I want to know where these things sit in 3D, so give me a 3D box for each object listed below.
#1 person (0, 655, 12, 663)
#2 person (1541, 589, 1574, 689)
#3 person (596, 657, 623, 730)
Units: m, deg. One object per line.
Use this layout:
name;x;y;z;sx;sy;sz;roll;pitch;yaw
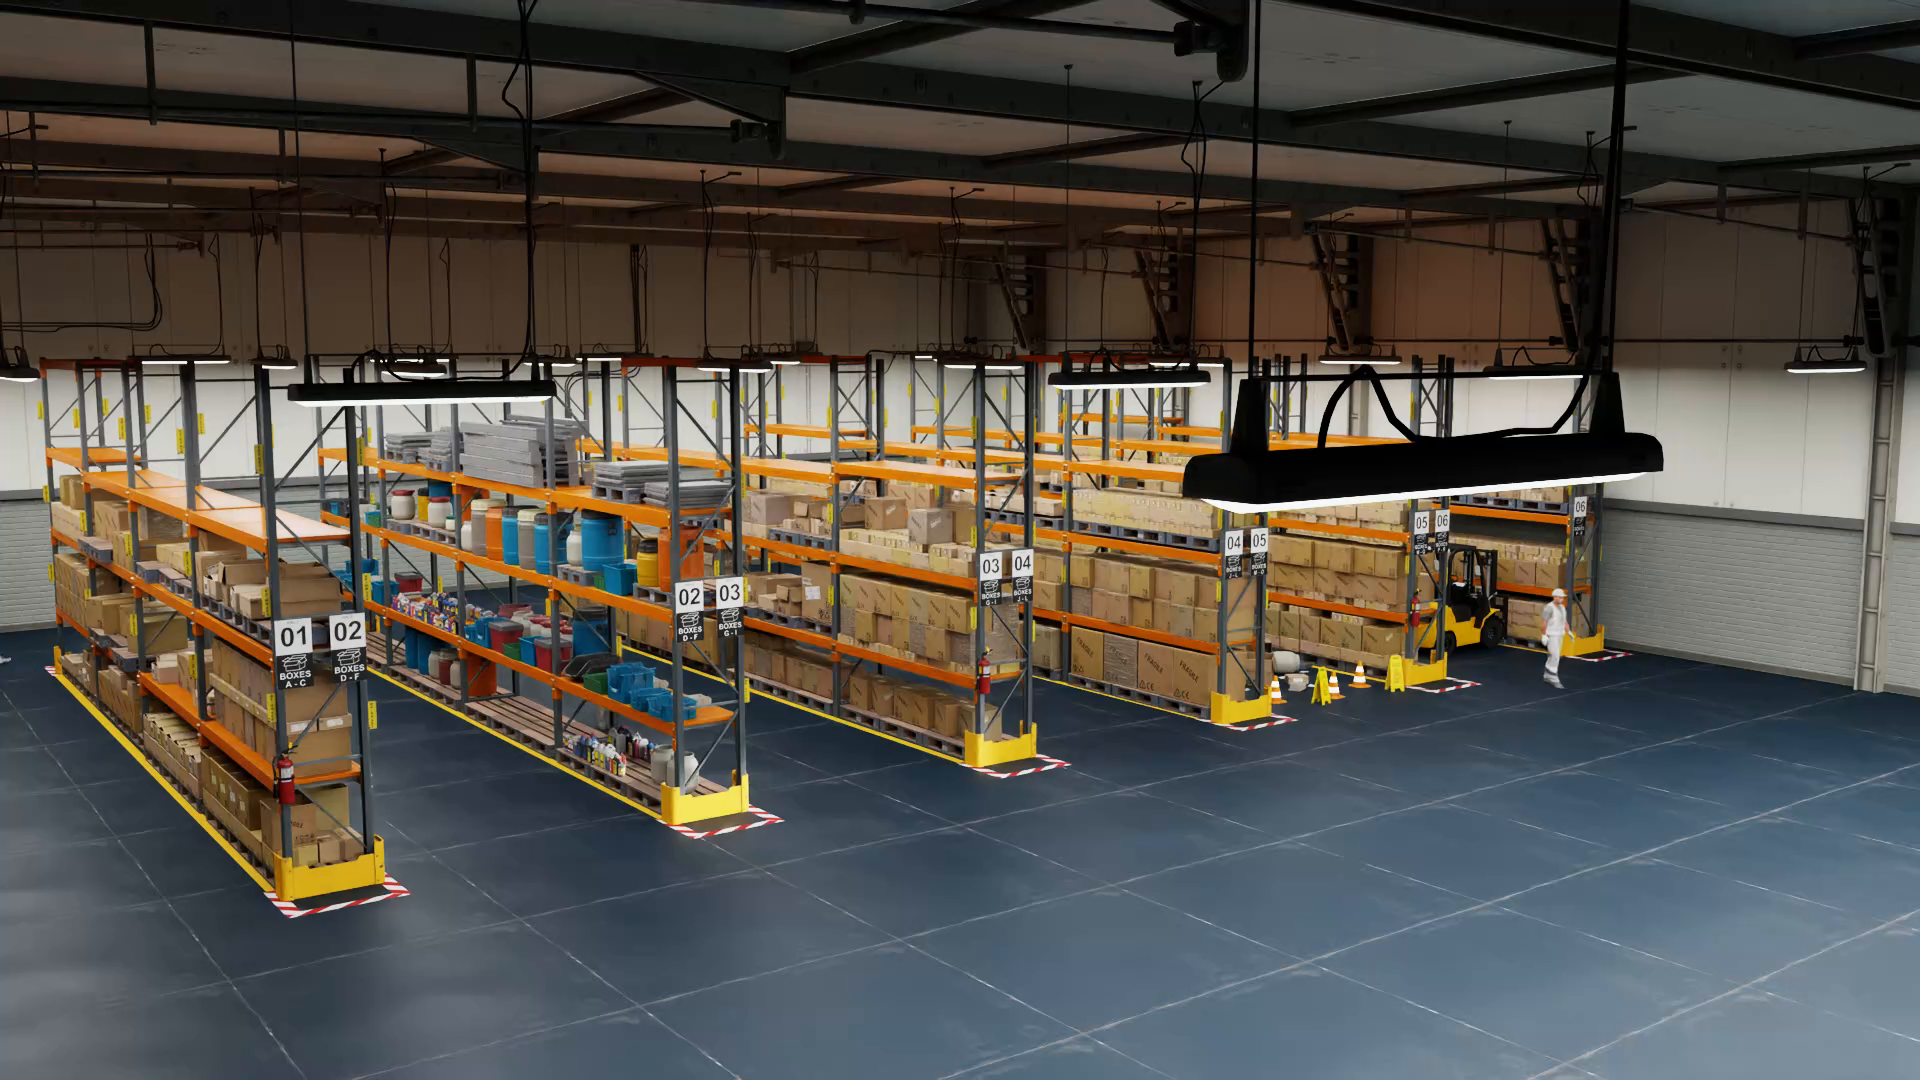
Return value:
person;-19.120;1.604;32.411;1.076;1.678;0.529;-3;7;-23
person;10.966;1.798;30.533;0.583;1.830;0.566;-5;8;-34
person;-5.763;2.213;27.033;0.600;1.785;0.522;0;7;0
